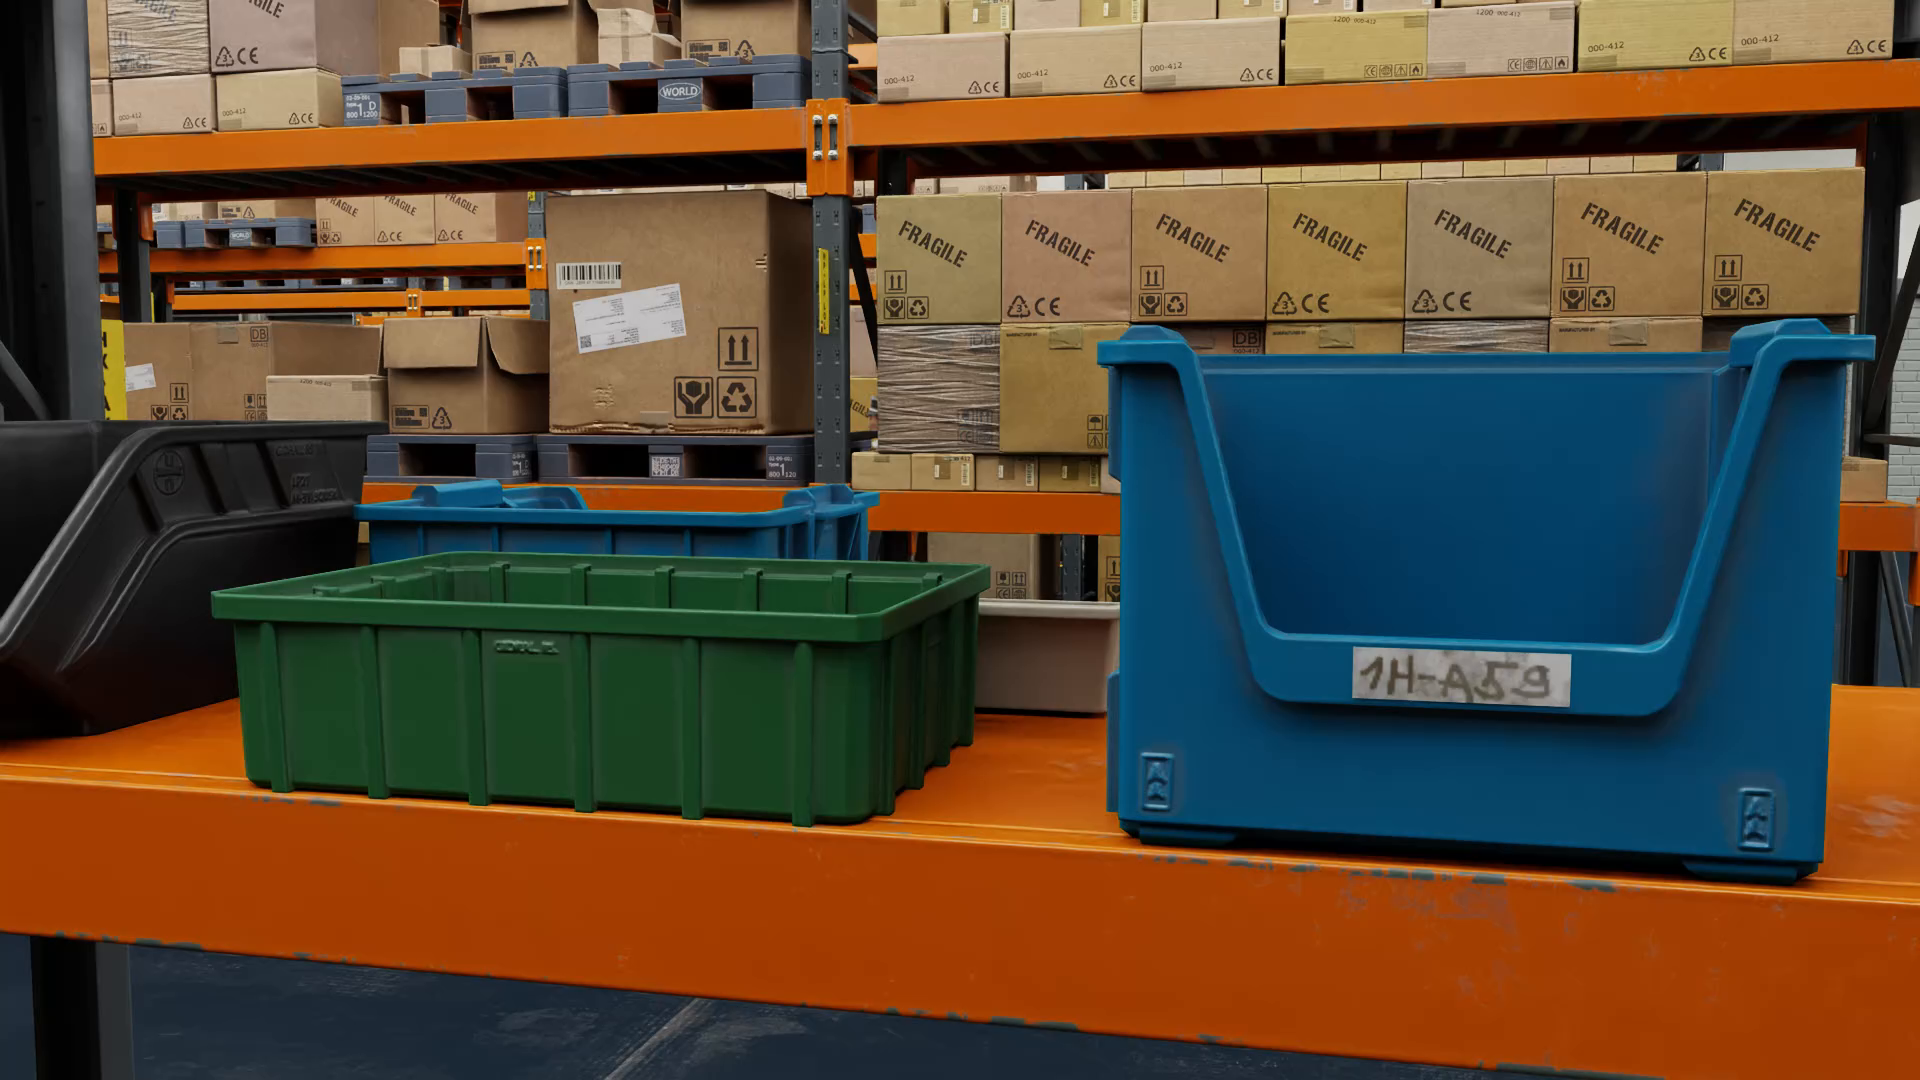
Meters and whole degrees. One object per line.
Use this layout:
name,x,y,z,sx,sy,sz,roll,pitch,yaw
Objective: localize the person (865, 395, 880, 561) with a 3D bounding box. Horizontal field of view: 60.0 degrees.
person,-0.426,-0.072,10.448,0.712,1.671,0.508,2,5,18
